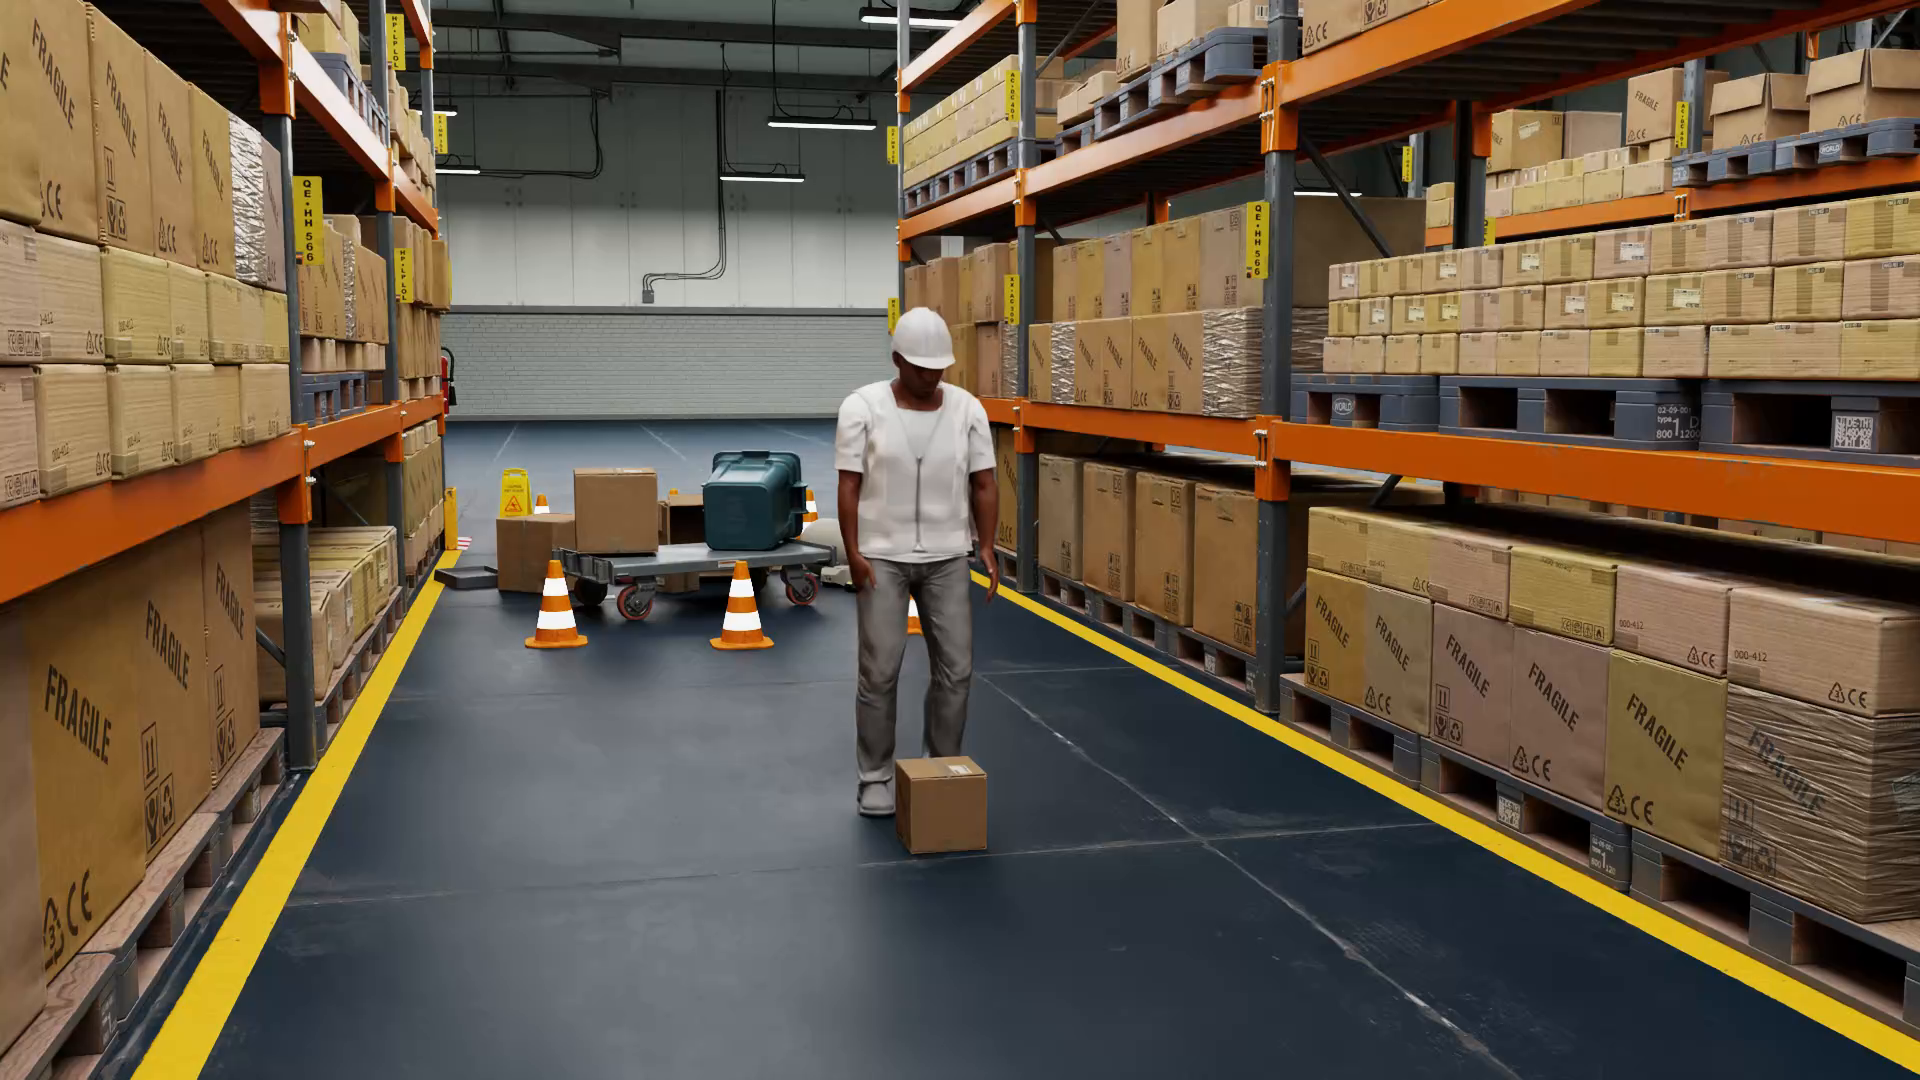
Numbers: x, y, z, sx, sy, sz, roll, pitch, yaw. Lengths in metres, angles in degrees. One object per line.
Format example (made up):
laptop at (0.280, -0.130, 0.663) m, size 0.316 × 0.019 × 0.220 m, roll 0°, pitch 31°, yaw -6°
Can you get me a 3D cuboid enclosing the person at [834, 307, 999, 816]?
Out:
person at (-0.143, 0.072, 5.788) m, size 0.578 × 1.745 × 0.396 m, roll -1°, pitch 6°, yaw -12°
